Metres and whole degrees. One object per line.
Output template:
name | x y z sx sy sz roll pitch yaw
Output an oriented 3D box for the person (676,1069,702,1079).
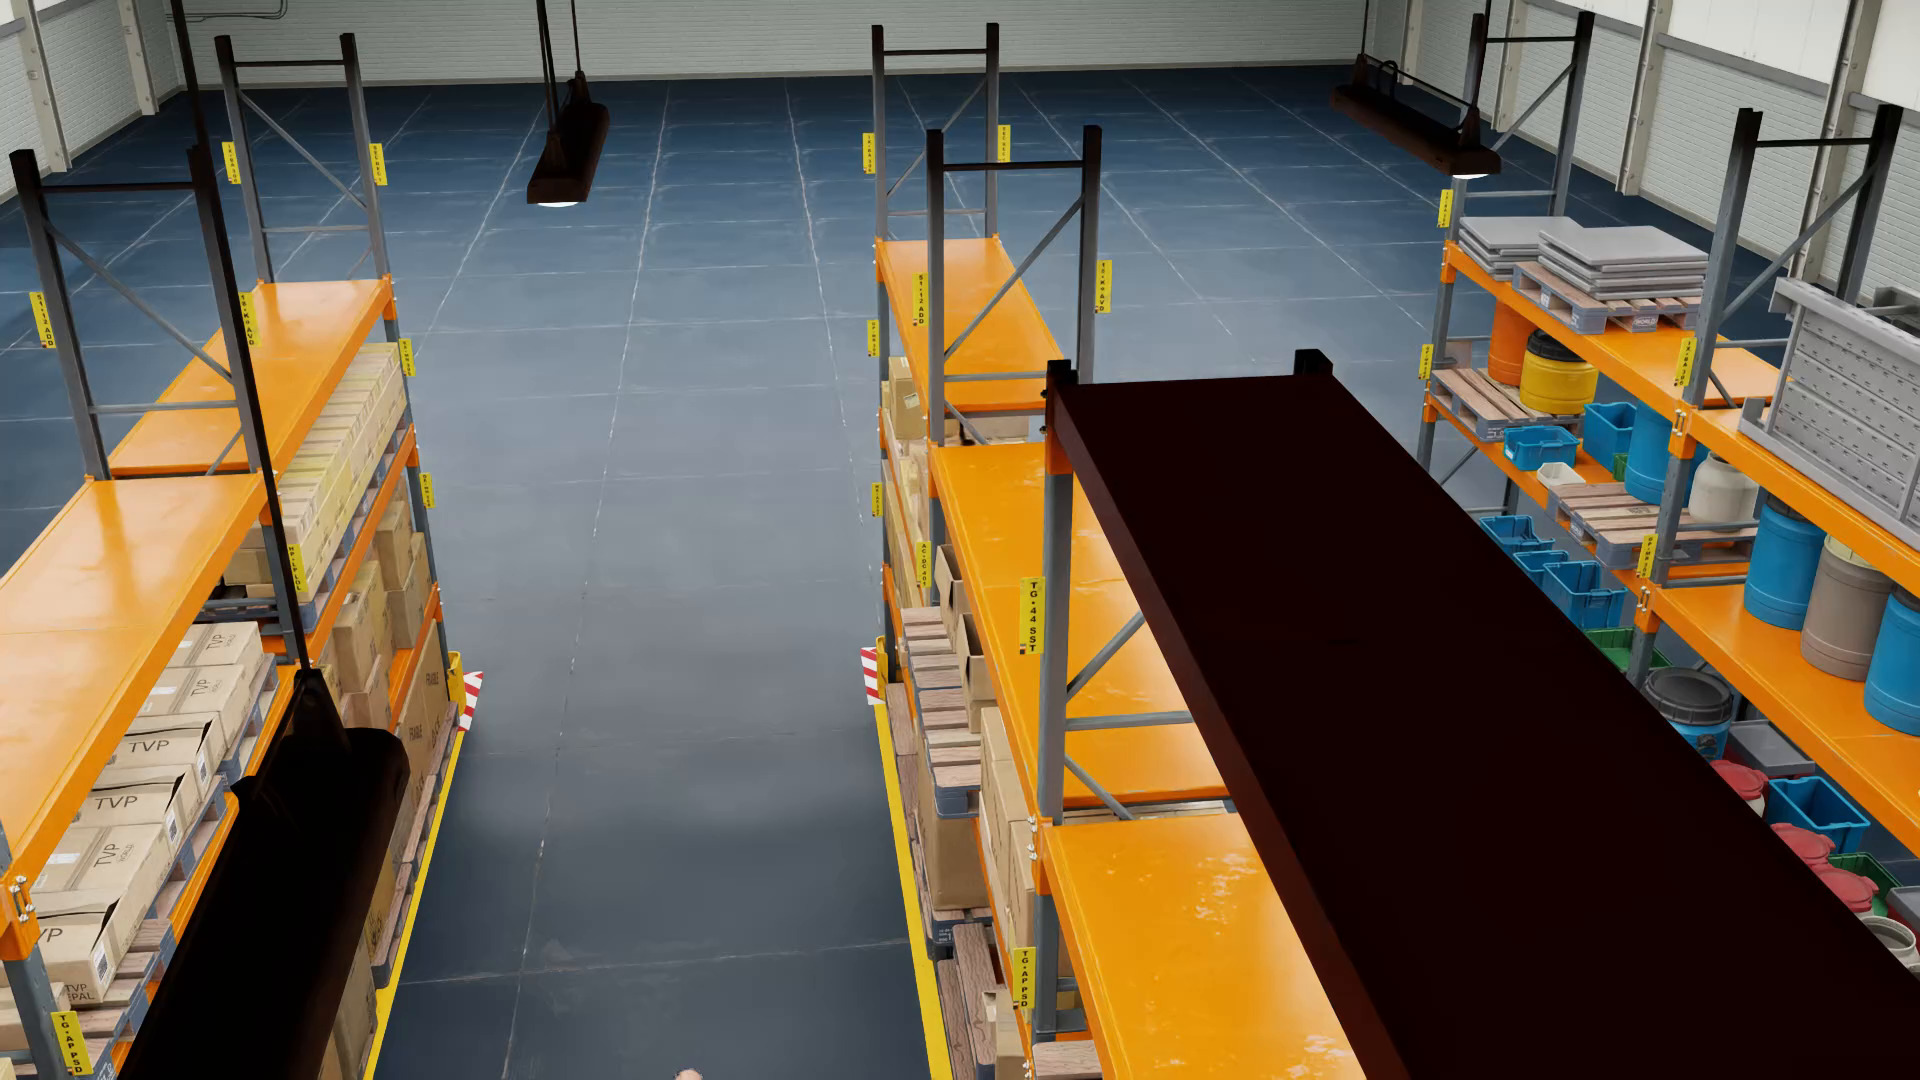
person | -1.456 3.562 9.147 0.546 1.587 1.079 -7 26 -14
